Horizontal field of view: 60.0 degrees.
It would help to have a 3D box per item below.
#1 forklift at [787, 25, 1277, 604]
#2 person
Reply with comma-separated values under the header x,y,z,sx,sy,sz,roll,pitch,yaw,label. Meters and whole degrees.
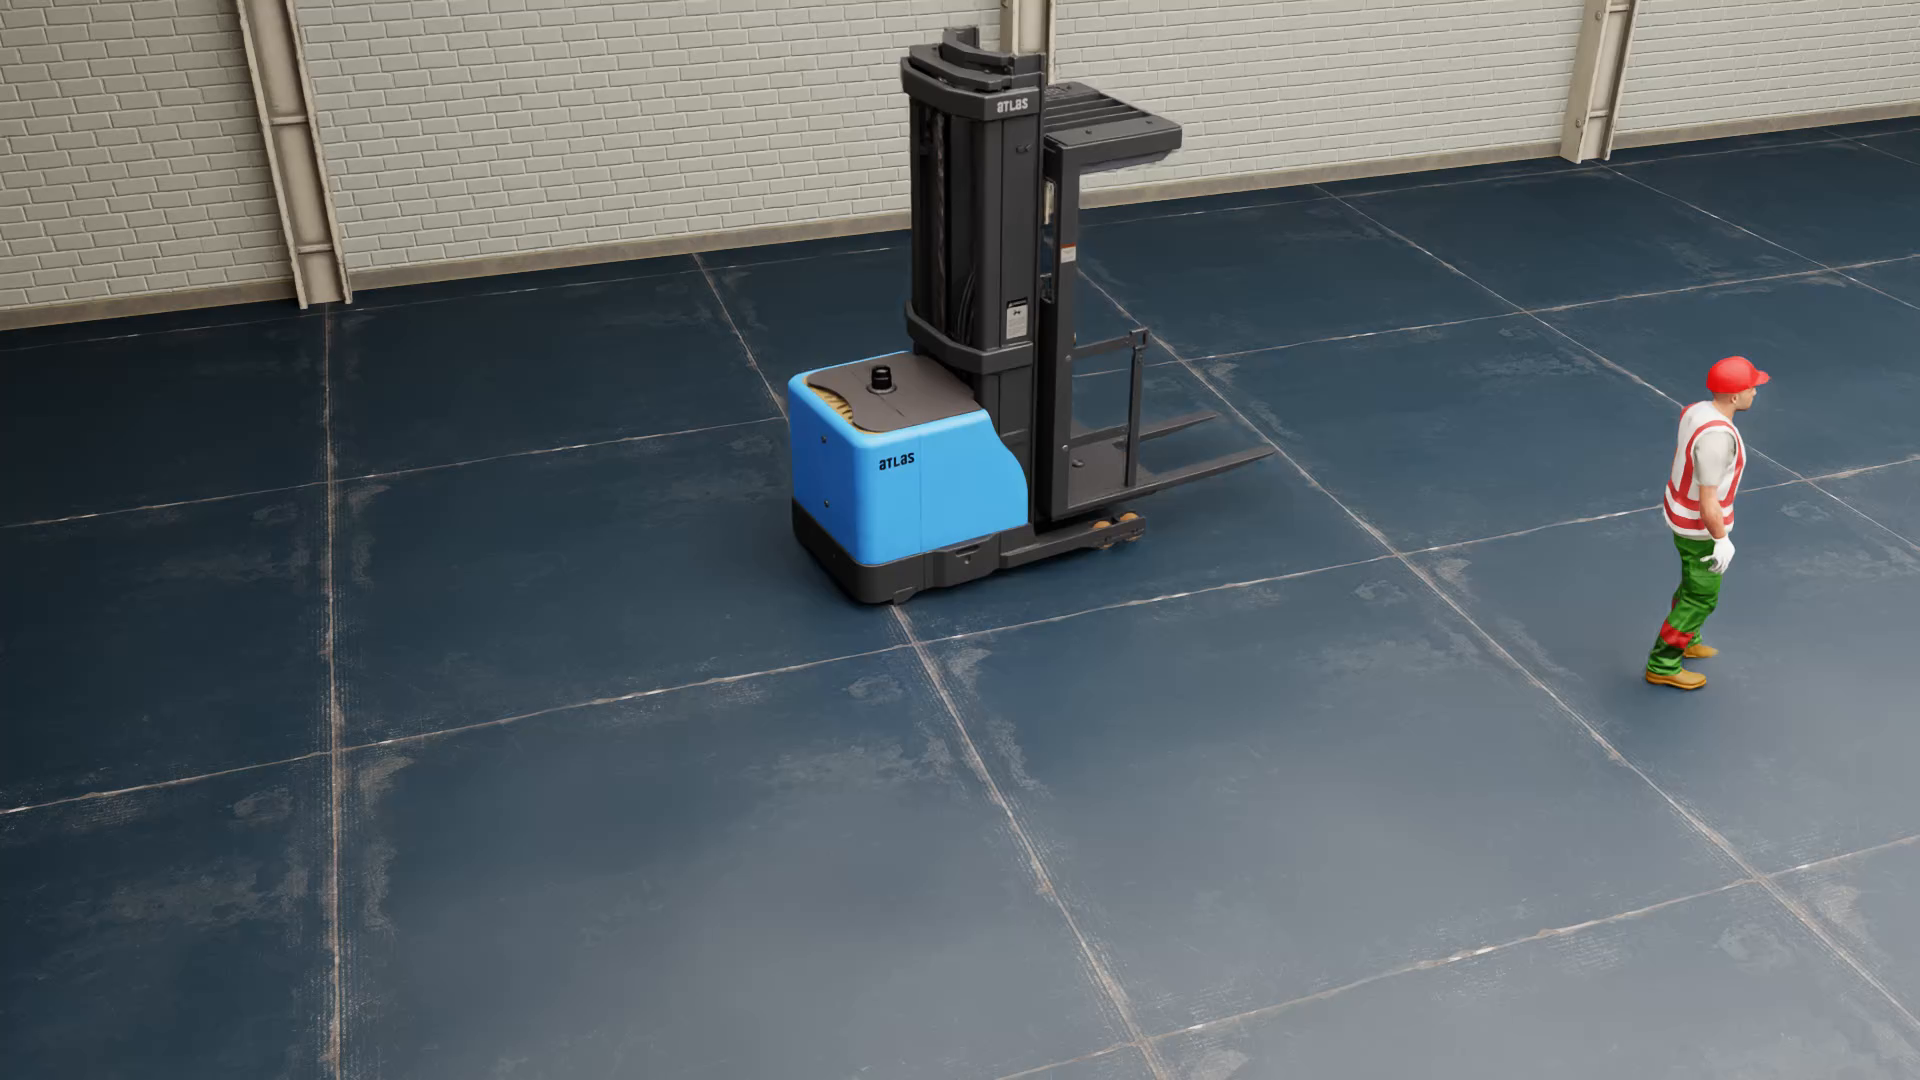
x,y,z,sx,sy,sz,roll,pitch,yaw,label
0.537,-1.430,9.572,3.031,2.935,1.130,-15,33,-25,forklift
3.810,-0.069,8.395,0.506,1.814,0.630,6,30,10,person
